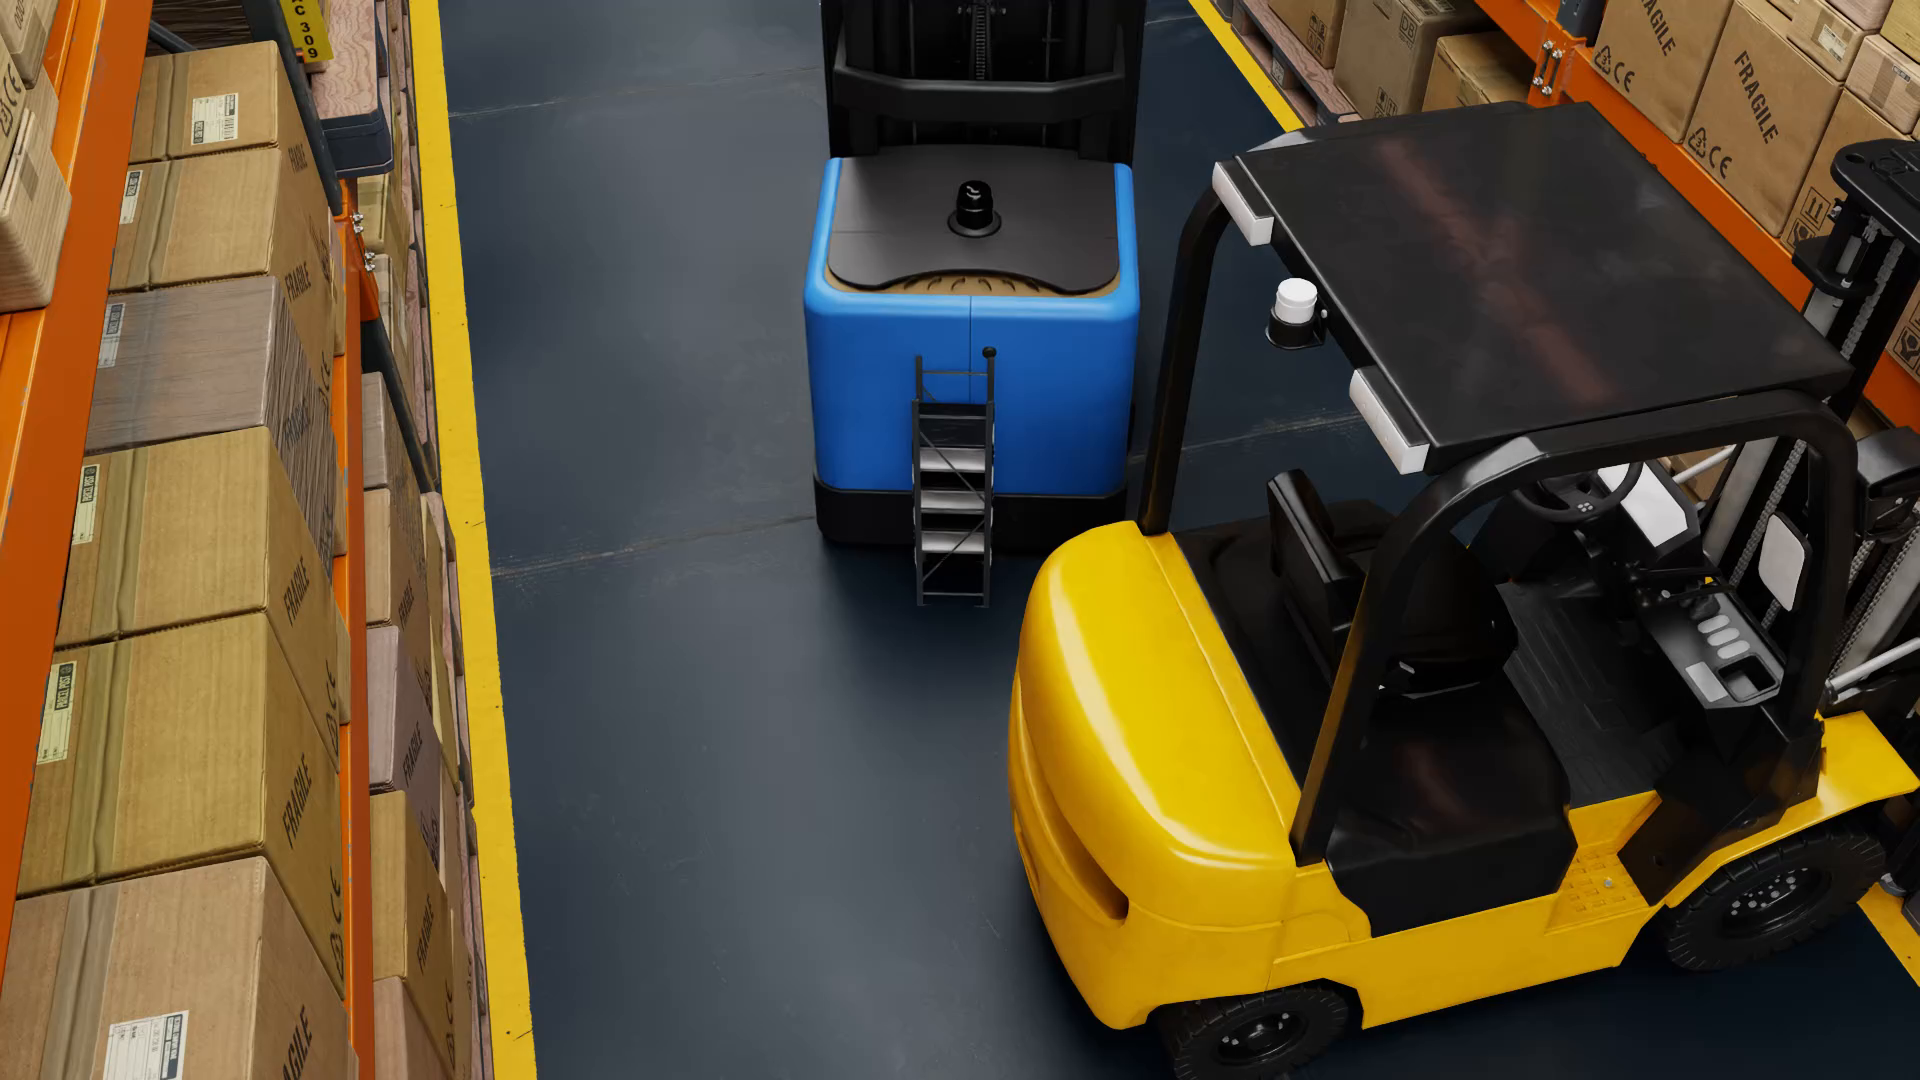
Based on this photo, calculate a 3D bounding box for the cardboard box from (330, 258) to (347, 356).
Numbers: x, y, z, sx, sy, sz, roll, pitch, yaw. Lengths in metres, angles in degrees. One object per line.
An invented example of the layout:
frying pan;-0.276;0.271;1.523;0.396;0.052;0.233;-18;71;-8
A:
cardboard box;-1.842;-0.594;4.408;0.380;0.149;0.250;-10;46;-9

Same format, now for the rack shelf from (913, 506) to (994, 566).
rack shelf;-0.019;-0.017;5.435;0.258;0.077;0.200;1;46;1

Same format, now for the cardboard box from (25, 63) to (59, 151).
cardboard box;-1.478;-0.574;2.288;0.380;0.149;0.250;-12;47;-11

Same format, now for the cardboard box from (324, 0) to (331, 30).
cardboard box;-2.181;-1.692;5.190;0.380;0.149;0.250;-10;46;-9

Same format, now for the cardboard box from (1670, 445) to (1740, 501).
cardboard box;2.582;-0.202;5.129;0.500;0.250;0.500;-11;47;-11

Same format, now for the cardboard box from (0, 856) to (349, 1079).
cardboard box;-1.254;0.868;2.520;0.500;0.500;0.500;-9;46;-9

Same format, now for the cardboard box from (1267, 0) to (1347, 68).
cardboard box;1.978;-2.659;7.625;0.875;0.625;0.625;-12;47;-12

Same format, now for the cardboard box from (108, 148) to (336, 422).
cardboard box;-1.797;-0.543;3.904;0.500;0.500;0.500;-9;46;-9

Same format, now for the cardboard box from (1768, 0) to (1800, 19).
cardboard box;2.497;-1.570;4.664;0.380;0.149;0.250;-11;47;-10

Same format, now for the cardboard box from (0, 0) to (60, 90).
cardboard box;-1.524;-0.814;2.244;0.500;0.250;0.500;-10;46;-9

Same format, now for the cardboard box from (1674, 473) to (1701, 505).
cardboard box;2.604;-0.020;5.300;0.500;0.250;0.500;-10;46;-10

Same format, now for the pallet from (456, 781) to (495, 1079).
pallet;-1.767;1.258;4.370;1.003;0.211;1.213;-11;47;-10

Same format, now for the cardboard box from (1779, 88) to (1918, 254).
cardboard box;2.649;-0.904;4.466;0.500;0.500;0.500;-11;47;-11

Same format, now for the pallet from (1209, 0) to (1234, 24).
pallet;1.657;-3.140;8.679;1.003;0.211;1.213;-11;47;-10

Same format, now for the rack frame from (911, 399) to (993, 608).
rack frame;-0.023;-0.094;5.212;0.240;0.900;0.006;1;46;1

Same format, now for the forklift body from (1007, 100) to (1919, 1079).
forklift body;1.283;0.154;4.094;2.313;2.155;1.214;-11;47;-10

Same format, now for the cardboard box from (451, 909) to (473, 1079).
cardboard box;-1.480;1.222;4.083;0.500;0.250;0.500;-8;46;-8

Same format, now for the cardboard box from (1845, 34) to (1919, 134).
cardboard box;2.554;-1.205;4.306;0.380;0.149;0.250;-11;47;-11

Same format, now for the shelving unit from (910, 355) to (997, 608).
shelving unit;-0.019;-0.166;5.283;0.258;0.900;0.210;1;46;1

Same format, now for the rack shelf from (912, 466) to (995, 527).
rack shelf;-0.019;-0.143;5.307;0.258;0.077;0.200;1;46;1

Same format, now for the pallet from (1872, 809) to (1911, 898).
pallet;2.987;0.447;5.164;1.003;0.211;1.213;-11;47;-10

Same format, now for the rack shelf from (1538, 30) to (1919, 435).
rack shelf;3.020;-0.297;4.444;1.077;0.370;4.000;-11;47;-10

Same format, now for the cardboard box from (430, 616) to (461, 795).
cardboard box;-1.732;0.521;4.770;0.500;0.250;0.500;-12;47;-11

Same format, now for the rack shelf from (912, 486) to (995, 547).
rack shelf;-0.019;-0.080;5.371;0.258;0.077;0.200;1;46;1

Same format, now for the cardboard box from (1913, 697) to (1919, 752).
cardboard box;2.835;0.493;4.448;0.500;0.250;0.500;-12;47;-11

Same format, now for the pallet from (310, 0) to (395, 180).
pallet;-2.344;-1.506;5.260;1.003;0.211;1.213;-11;47;-10

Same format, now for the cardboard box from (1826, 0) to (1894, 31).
cardboard box;2.498;-1.486;4.374;0.380;0.149;0.250;-10;46;-9

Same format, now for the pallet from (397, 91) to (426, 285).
pallet;-2.806;-1.425;6.998;1.003;0.211;1.213;-11;47;-10

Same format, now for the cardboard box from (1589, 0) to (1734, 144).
cardboard box;2.369;-1.610;5.158;0.500;0.500;0.500;-12;47;-11

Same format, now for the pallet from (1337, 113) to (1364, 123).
pallet;2.282;-1.455;7.028;1.003;0.211;1.213;-11;47;-10

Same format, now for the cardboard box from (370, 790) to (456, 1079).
cardboard box;-1.470;0.963;3.812;0.500;0.500;0.500;-10;46;-10

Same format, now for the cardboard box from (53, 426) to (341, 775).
cardboard box;-1.524;0.167;3.208;0.500;0.500;0.500;-12;47;-11

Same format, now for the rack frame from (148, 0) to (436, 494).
rack frame;-2.289;-1.019;4.649;1.000;3.000;0.127;-11;47;-10

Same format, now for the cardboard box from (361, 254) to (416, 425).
cardboard box;-2.426;-0.608;5.792;0.950;0.372;0.625;-10;46;-10

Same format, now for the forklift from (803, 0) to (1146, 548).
forklift;0.086;-2.036;5.693;1.130;2.935;3.031;2;46;1

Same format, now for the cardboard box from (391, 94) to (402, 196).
cardboard box;-2.793;-1.584;6.748;0.950;0.372;0.625;-9;46;-9

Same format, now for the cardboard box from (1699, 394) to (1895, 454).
cardboard box;2.588;-0.376;4.950;0.500;0.250;0.500;-9;46;-9

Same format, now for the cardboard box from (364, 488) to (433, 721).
cardboard box;-1.746;0.244;4.517;0.500;0.500;0.500;-10;46;-10

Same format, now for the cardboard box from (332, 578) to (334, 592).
cardboard box;-1.612;0.118;3.710;0.380;0.149;0.250;-11;47;-11

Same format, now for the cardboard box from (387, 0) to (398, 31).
cardboard box;-3.178;-2.616;7.760;0.950;0.372;0.625;-14;47;-13

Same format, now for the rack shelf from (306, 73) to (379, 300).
rack shelf;-2.801;-2.148;6.259;1.077;0.370;4.000;-11;47;-10

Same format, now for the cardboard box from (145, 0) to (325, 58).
cardboard box;-2.132;-1.682;4.725;0.500;0.500;0.500;-10;46;-9

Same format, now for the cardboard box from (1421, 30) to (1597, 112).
cardboard box;2.364;-1.604;6.590;0.875;0.625;0.625;-9;46;-9

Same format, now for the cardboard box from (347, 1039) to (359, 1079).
cardboard box;-1.240;1.005;2.841;0.380;0.149;0.250;-10;46;-10

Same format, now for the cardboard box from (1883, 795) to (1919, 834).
cardboard box;2.869;0.689;4.606;0.500;0.250;0.500;-10;46;-10
